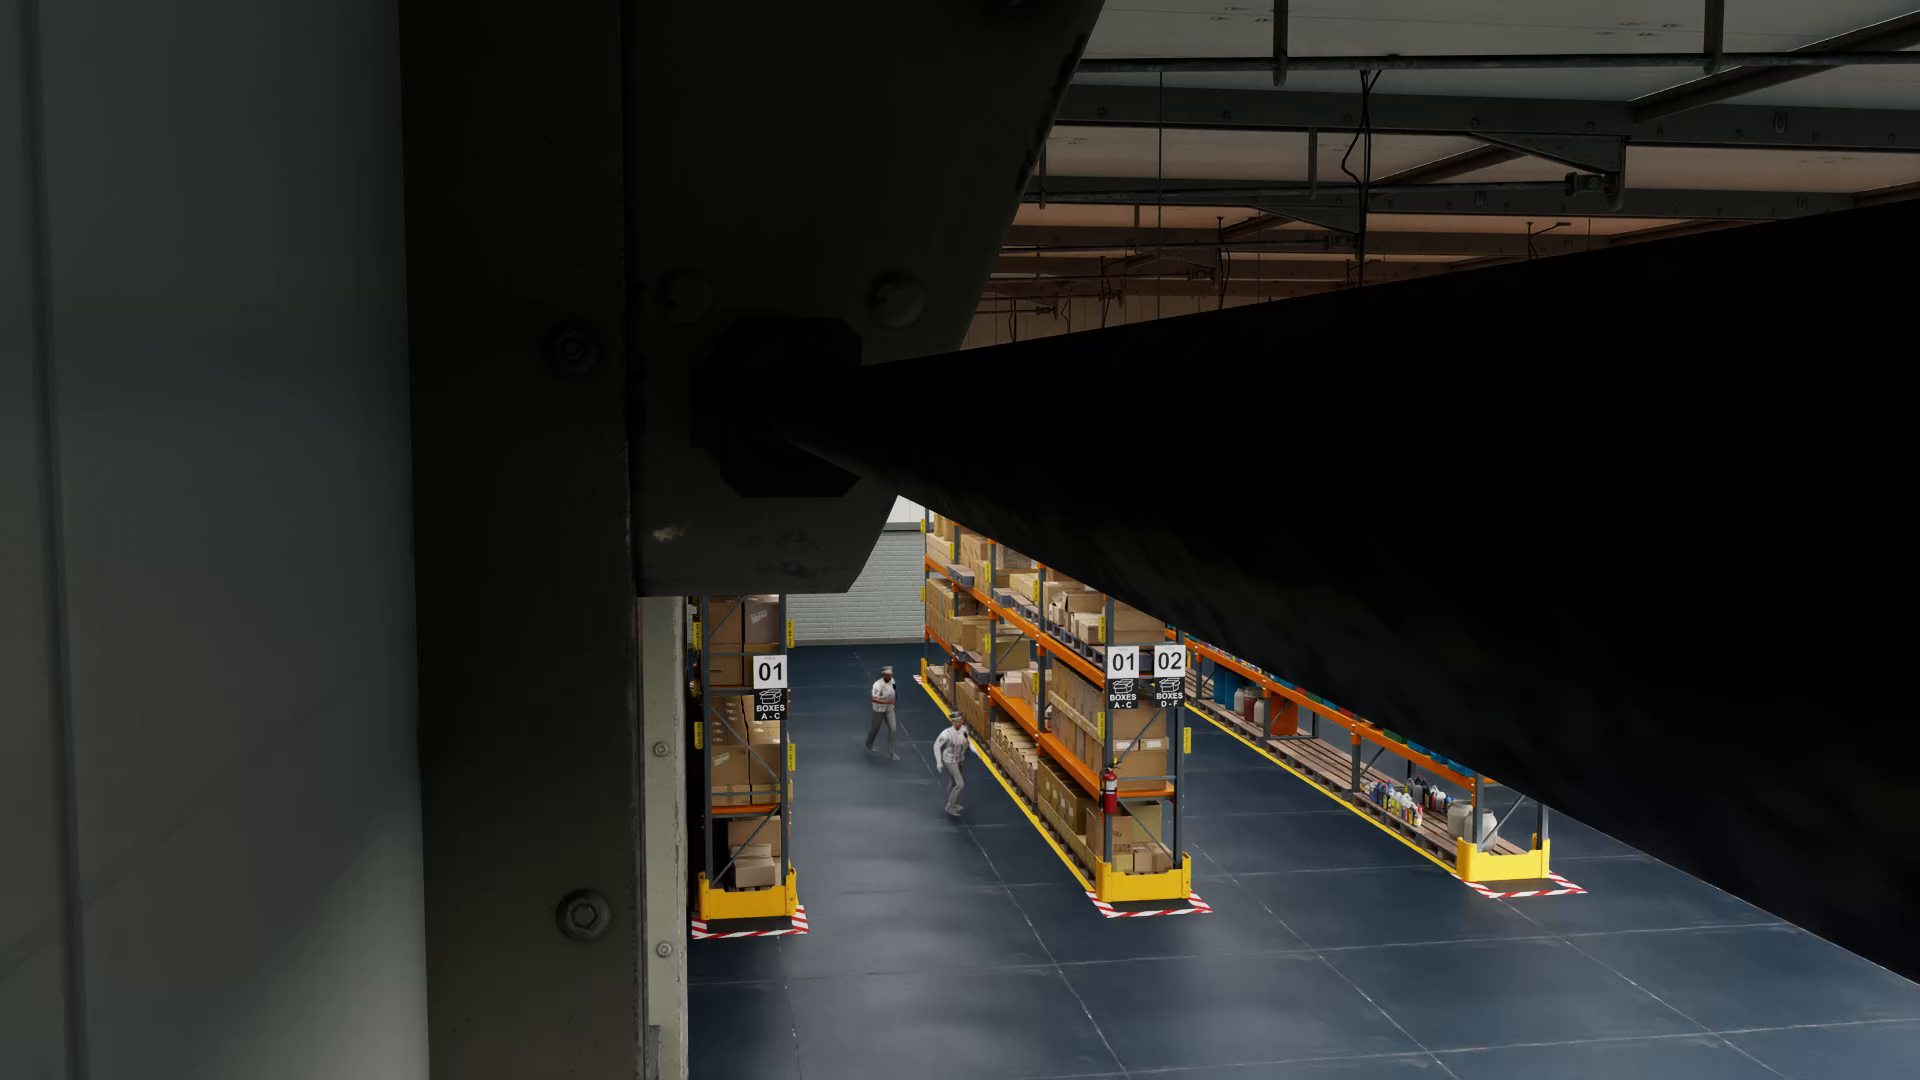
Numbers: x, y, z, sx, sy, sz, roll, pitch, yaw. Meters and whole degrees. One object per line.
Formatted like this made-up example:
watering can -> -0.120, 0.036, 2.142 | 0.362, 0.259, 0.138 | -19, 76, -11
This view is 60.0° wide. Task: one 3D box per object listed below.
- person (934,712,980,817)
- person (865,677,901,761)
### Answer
person -> -0.038, 3.360, 25.008 | 0.755, 1.630, 0.616 | 4, 6, 38
person -> -1.387, 3.075, 28.914 | 0.498, 1.449, 0.885 | -3, 6, -31
